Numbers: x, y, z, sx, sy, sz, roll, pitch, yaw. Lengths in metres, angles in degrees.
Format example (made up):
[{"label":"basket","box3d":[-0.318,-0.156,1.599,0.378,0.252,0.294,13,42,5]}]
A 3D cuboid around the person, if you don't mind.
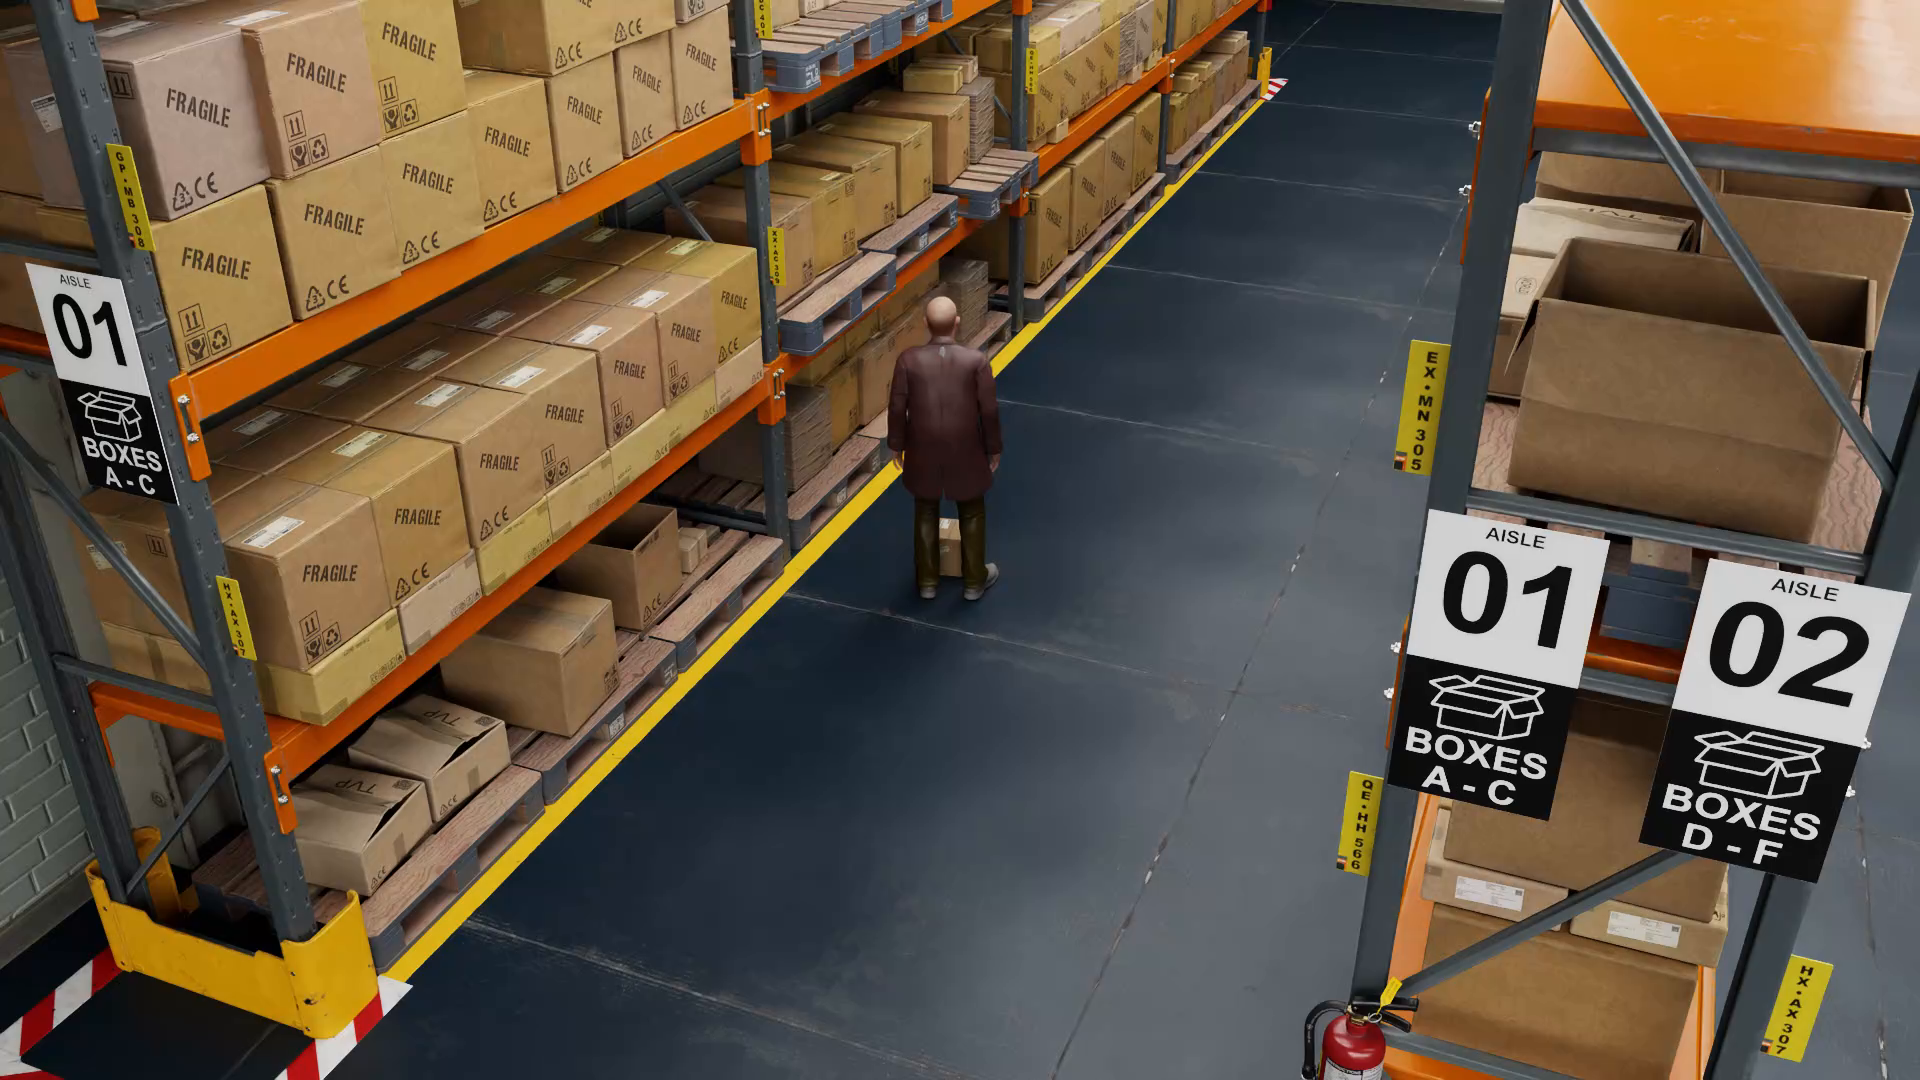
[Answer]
[{"label":"person","box3d":[-0.083,-0.500,9.312,0.655,1.774,0.415,3,29,5]}]
